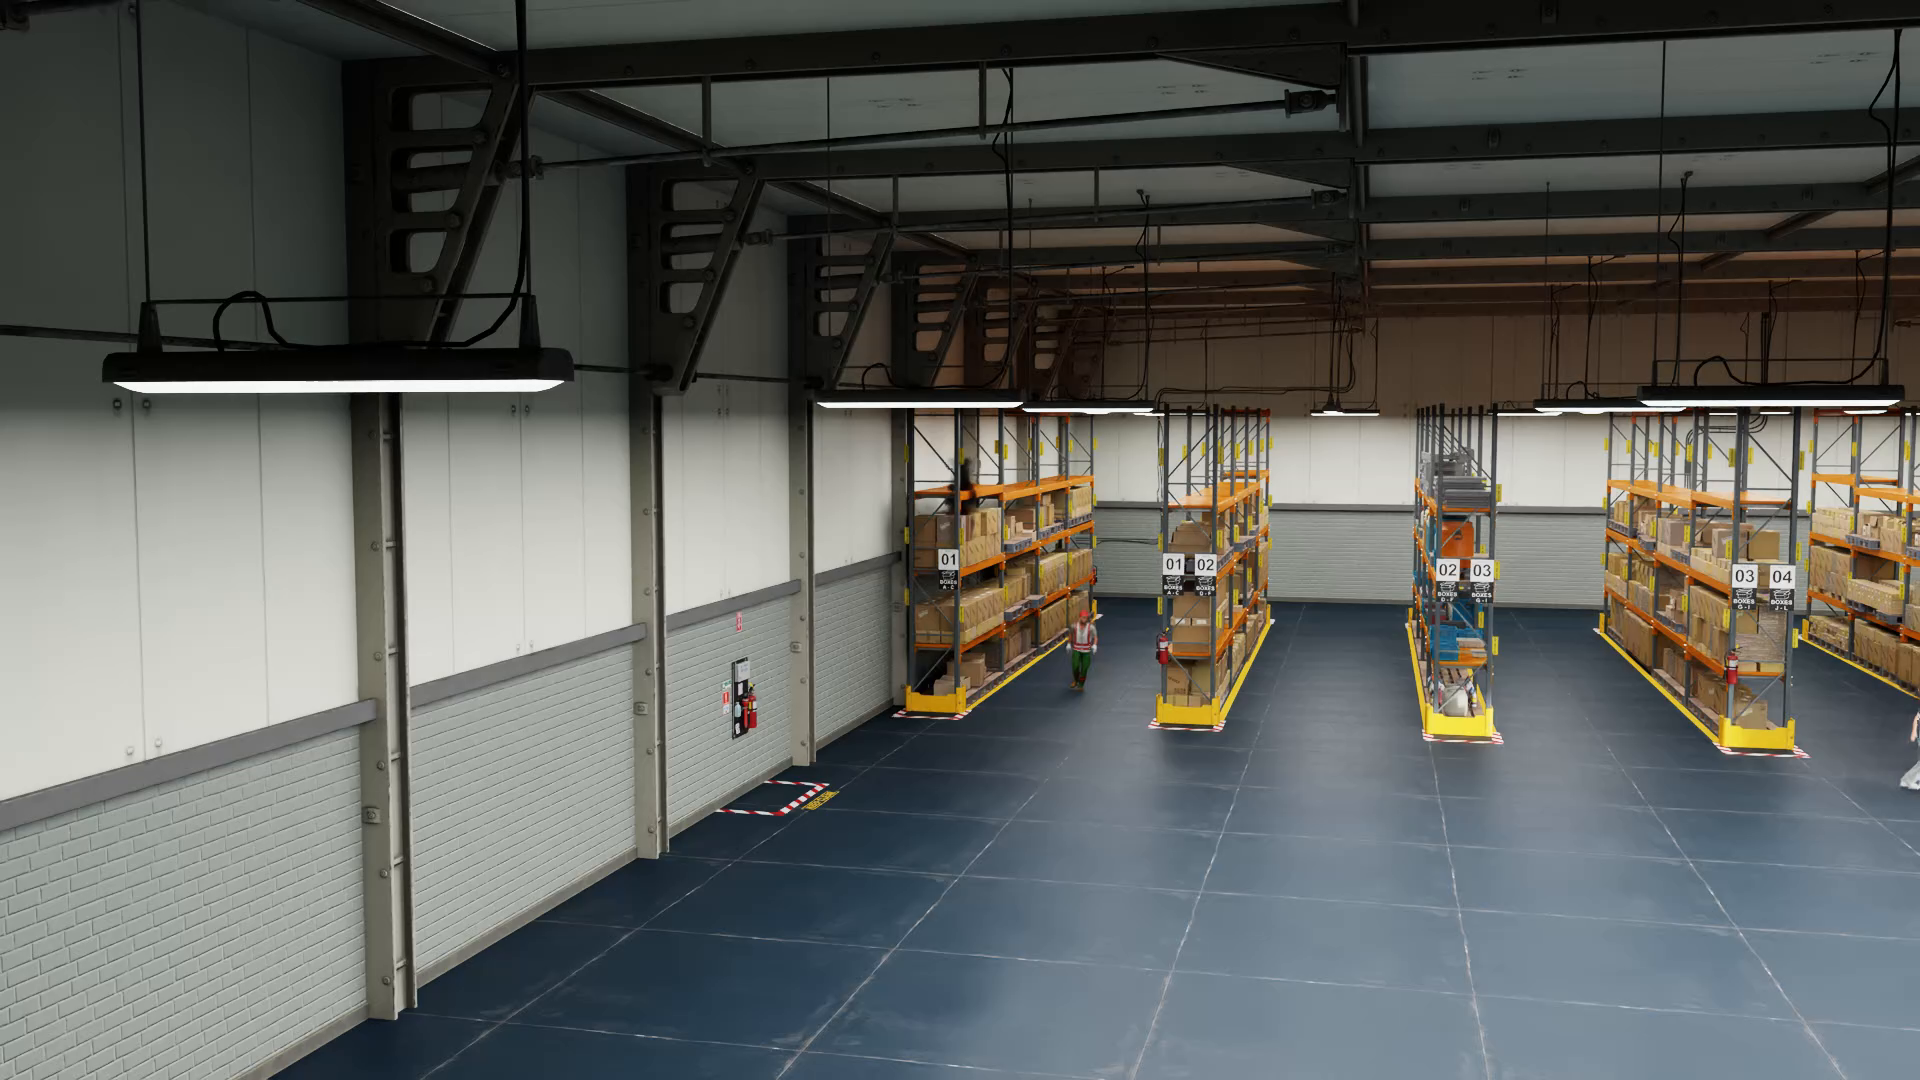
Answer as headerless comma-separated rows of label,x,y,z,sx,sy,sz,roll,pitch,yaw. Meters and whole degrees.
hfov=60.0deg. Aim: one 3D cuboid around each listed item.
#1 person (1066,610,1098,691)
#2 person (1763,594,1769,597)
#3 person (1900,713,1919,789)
person,2.543,2.320,34.684,0.679,1.735,0.779,0,4,5
person,20.547,1.886,42.112,0.548,1.592,0.610,2,5,27
person,14.872,3.082,25.388,0.585,1.540,0.940,-2,5,-30
